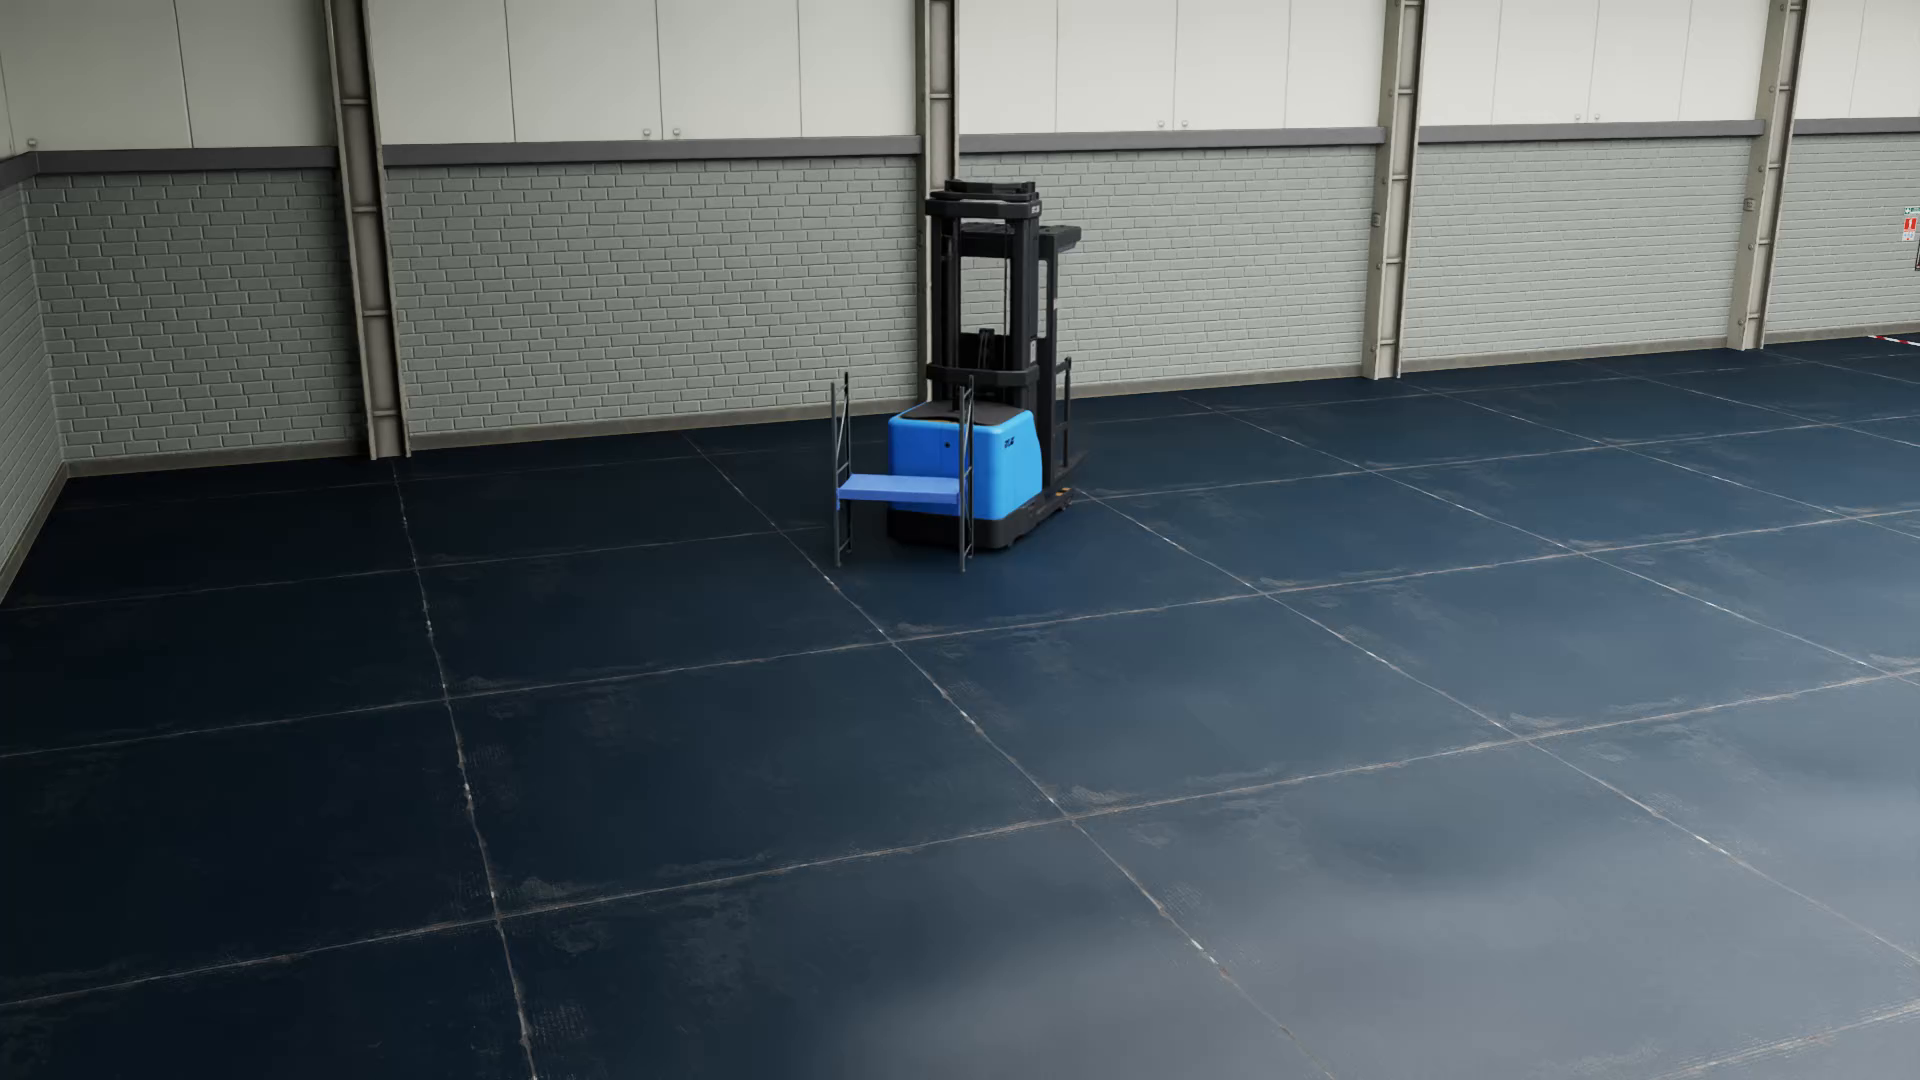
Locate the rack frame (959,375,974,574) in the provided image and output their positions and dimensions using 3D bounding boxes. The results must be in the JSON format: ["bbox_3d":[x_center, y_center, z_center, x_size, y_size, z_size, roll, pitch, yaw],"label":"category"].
[{"bbox_3d":[0.052,-0.523,13.216,0.032,1.500,0.500,3,17,9],"label":"rack frame"}]

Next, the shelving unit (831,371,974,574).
[{"bbox_3d":[-0.450,-0.546,13.296,1.048,1.500,0.538,3,17,9],"label":"shelving unit"}]

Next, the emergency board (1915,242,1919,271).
[{"bbox_3d":[14.226,-4.496,24.085,0.626,1.169,0.157,-6,17,-20],"label":"emergency board"}]

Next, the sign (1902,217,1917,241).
[{"bbox_3d":[13.687,-4.481,23.969,0.234,0.329,0.001,-6,17,-20],"label":"sign"}]

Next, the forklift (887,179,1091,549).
[{"bbox_3d":[0.406,-1.709,14.715,1.130,2.935,3.031,6,18,21],"label":"forklift"}]

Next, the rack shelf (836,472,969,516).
[{"bbox_3d":[-0.450,-0.374,13.347,1.000,0.185,0.538,3,17,9],"label":"rack shelf"}]

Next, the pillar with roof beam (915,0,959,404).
[{"bbox_3d":[1.294,-4.662,14.003,0.400,9.000,9.100,-6,17,-20],"label":"pillar with roof beam"}]

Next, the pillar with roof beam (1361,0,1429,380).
[{"bbox_3d":[6.897,-5.267,16.063,0.400,9.000,9.100,-6,17,-20],"label":"pillar with roof beam"}]

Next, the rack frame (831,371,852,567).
[{"bbox_3d":[-0.951,-0.570,13.377,0.032,1.500,0.500,3,17,9],"label":"rack frame"}]

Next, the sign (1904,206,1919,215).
[{"bbox_3d":[13.695,-4.733,23.888,0.331,0.109,0.001,-6,17,-20],"label":"sign"}]

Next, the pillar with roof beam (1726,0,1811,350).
[{"bbox_3d":[12.500,-5.872,18.123,0.400,9.000,9.100,-6,17,-20],"label":"pillar with roof beam"}]

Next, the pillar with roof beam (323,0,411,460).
[{"bbox_3d":[-4.309,-4.057,11.944,0.400,9.000,9.100,-6,17,-20],"label":"pillar with roof beam"}]
